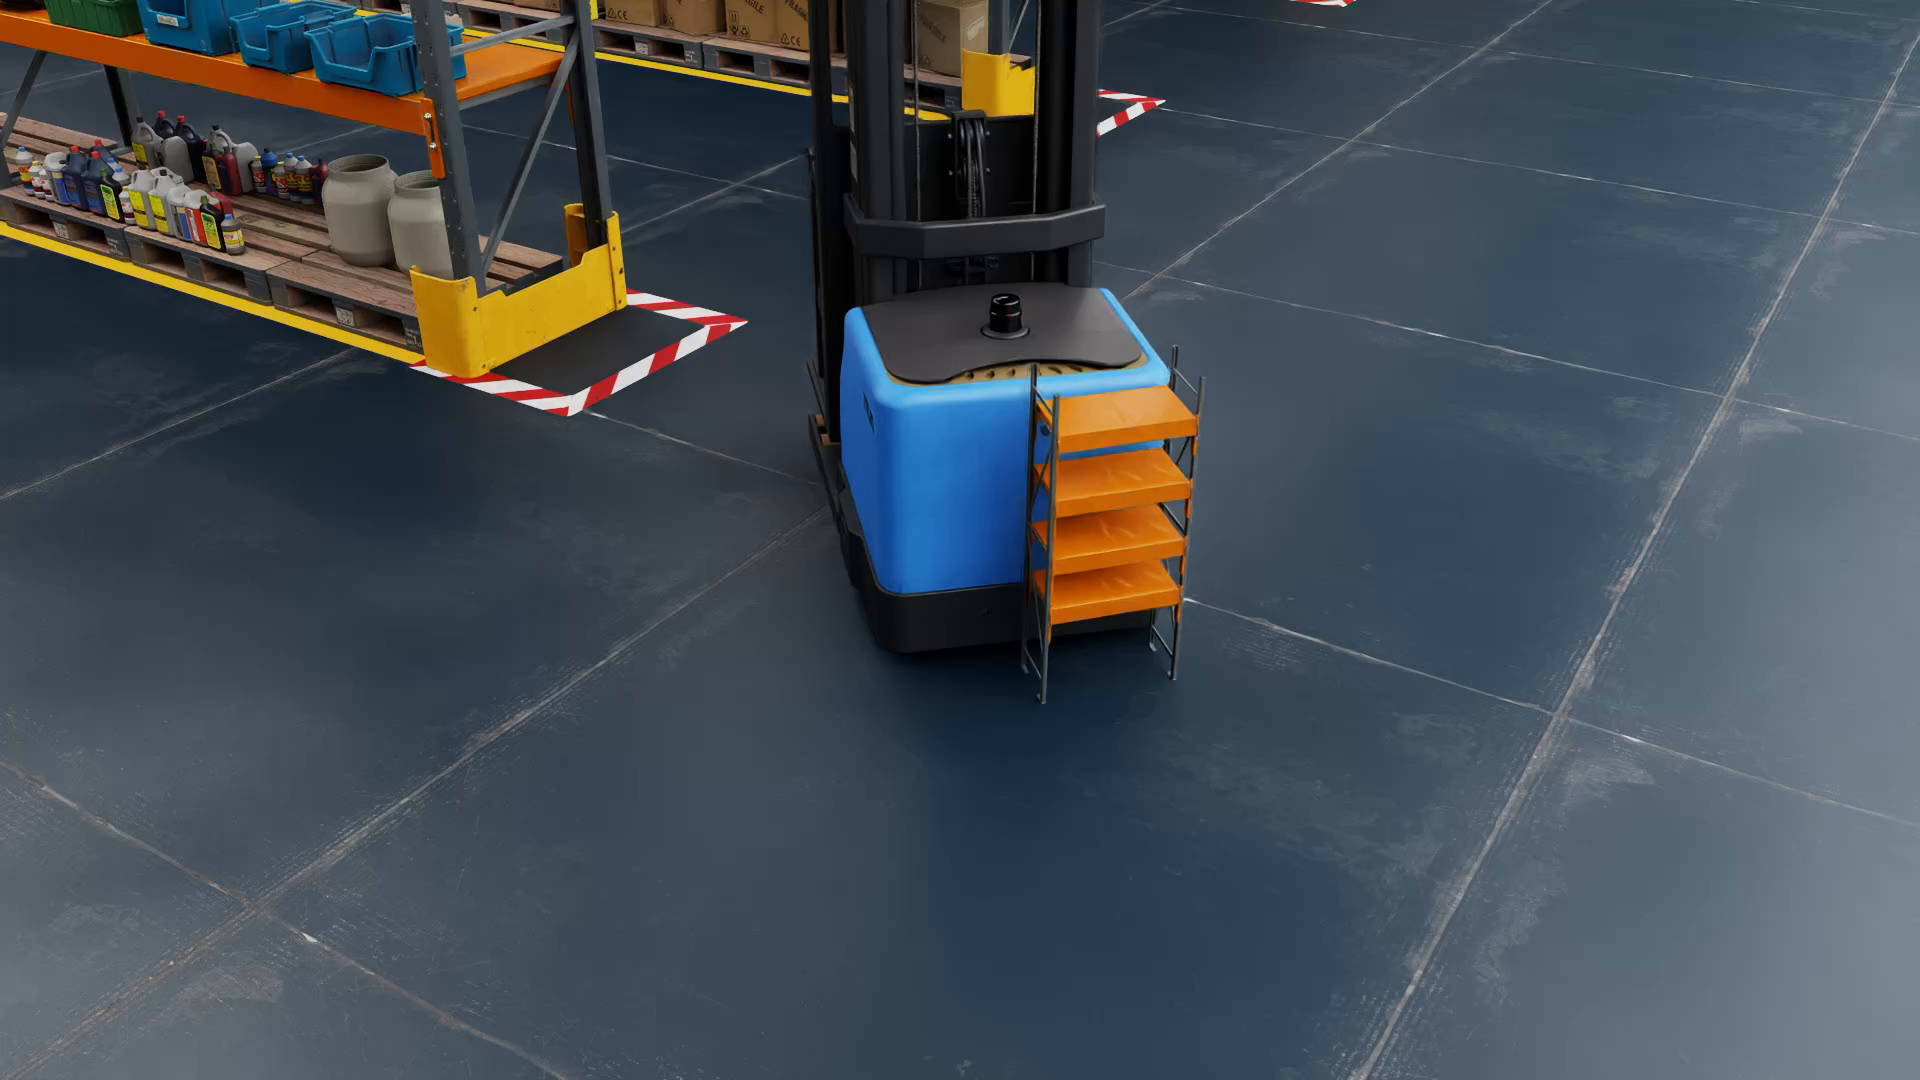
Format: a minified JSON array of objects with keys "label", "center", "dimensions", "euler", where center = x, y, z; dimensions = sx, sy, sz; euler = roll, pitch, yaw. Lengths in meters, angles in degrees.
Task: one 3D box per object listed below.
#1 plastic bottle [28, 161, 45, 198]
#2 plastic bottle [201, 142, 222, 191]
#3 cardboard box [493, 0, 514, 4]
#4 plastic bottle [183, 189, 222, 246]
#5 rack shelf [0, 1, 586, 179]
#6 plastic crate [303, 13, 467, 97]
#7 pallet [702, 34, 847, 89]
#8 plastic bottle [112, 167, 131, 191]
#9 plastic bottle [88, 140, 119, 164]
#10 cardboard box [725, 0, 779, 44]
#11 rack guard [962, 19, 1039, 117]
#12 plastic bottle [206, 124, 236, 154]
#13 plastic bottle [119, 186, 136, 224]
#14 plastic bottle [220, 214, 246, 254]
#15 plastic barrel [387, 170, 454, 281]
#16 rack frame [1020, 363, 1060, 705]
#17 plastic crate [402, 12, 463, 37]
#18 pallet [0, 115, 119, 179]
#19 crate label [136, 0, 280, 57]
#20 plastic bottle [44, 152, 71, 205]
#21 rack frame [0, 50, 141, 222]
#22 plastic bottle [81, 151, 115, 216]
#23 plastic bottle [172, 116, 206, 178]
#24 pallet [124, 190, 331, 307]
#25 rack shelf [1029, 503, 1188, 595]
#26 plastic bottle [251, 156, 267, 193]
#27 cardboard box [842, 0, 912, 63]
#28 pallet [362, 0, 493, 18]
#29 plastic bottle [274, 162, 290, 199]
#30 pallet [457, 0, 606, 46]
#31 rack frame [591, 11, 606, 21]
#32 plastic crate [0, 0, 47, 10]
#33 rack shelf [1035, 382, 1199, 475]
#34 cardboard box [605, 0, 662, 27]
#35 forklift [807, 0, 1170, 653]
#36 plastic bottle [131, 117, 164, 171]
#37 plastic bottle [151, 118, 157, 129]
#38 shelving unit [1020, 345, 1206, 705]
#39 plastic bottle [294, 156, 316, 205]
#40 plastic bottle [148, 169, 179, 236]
[{"label":"plastic bottle","center":[-5.390,-2.117,9.742],"dimensions":[0.097,0.201,0.097],"euler":[0,30,0]},{"label":"plastic bottle","center":[-4.411,-2.214,9.827],"dimensions":[0.133,0.283,0.061],"euler":[18,35,27]},{"label":"cardboard box","center":[-3.782,-4.969,14.334],"dimensions":[0.500,0.500,0.700],"euler":[17,34,27]},{"label":"plastic bottle","center":[-4.112,-1.761,9.059],"dimensions":[0.135,0.276,0.152],"euler":[18,35,28]},{"label":"rack shelf","center":[-3.819,-2.589,8.924],"dimensions":[4.000,0.370,1.077],"euler":[18,35,27]},{"label":"plastic crate","center":[-2.708,-2.306,7.873],"dimensions":[0.616,0.251,0.499],"euler":[18,35,27]},{"label":"pallet","center":[-1.255,-3.853,13.146],"dimensions":[1.213,0.211,1.003],"euler":[18,35,27]},{"label":"plastic bottle","center":[-4.745,-1.979,9.437],"dimensions":[0.097,0.271,0.097],"euler":[0,30,0]},{"label":"plastic bottle","center":[-4.973,-2.149,9.649],"dimensions":[0.185,0.351,0.144],"euler":[18,35,27]},{"label":"cardboard box","center":[-1.505,-4.244,13.111],"dimensions":[0.500,0.500,0.500],"euler":[14,33,23]},{"label":"rack guard","center":[0.444,-3.418,12.113],"dimensions":[0.348,0.500,1.175],"euler":[18,35,27]},{"label":"plastic bottle","center":[-4.378,-2.294,9.897],"dimensions":[0.185,0.351,0.144],"euler":[17,34,27]},{"label":"plastic bottle","center":[-4.663,-1.887,9.348],"dimensions":[0.097,0.201,0.097],"euler":[0,30,0]},{"label":"plastic bottle","center":[-3.913,-1.650,8.942],"dimensions":[0.097,0.201,0.097],"euler":[0,30,0]},{"label":"plastic barrel","center":[-2.723,-1.614,8.592],"dimensions":[0.421,0.512,0.421],"euler":[0,30,0]},{"label":"rack frame","center":[0.263,0.002,5.547],"dimensions":[0.015,1.200,0.240],"euler":[-8,33,-14]},{"label":"plastic crate","center":[-2.712,-2.627,8.537],"dimensions":[0.250,0.136,0.298],"euler":[18,35,27]},{"label":"pallet","center":[-6.199,-2.424,10.696],"dimensions":[1.213,0.211,1.003],"euler":[18,35,27]},{"label":"crate label","center":[-3.828,-2.756,8.463],"dimensions":[0.616,0.435,0.502],"euler":[18,35,27]},{"label":"plastic bottle","center":[-5.188,-2.101,9.641],"dimensions":[0.135,0.276,0.152],"euler":[19,35,29]},{"label":"rack frame","center":[-5.513,-3.435,9.661],"dimensions":[0.127,3.000,1.000],"euler":[18,35,27]},{"label":"plastic bottle","center":[-4.890,-2.037,9.457],"dimensions":[0.185,0.351,0.144],"euler":[16,34,25]},{"label":"plastic bottle","center":[-4.652,-2.380,10.045],"dimensions":[0.185,0.351,0.144],"euler":[16,34,25]},{"label":"pallet","center":[-3.929,-1.707,9.466],"dimensions":[1.213,0.211,1.003],"euler":[18,35,27]},{"label":"rack shelf","center":[0.496,0.024,5.643],"dimensions":[0.480,0.148,0.258],"euler":[-8,33,-14]},{"label":"plastic bottle","center":[-4.128,-2.164,9.823],"dimensions":[0.097,0.201,0.097],"euler":[0,30,0]},{"label":"cardboard box","center":[-0.536,-3.899,12.521],"dimensions":[0.500,0.500,0.500],"euler":[-25,38,-36]},{"label":"pallet","center":[-4.577,-4.879,14.904],"dimensions":[1.213,0.211,1.003],"euler":[18,35,27]},{"label":"plastic bottle","center":[-3.954,-2.109,9.728],"dimensions":[0.097,0.201,0.097],"euler":[0,30,0]},{"label":"pallet","center":[-3.540,-4.553,14.344],"dimensions":[1.213,0.211,1.003],"euler":[18,35,27]},{"label":"rack frame","center":[-2.880,-5.549,13.285],"dimensions":[0.127,3.000,1.000],"euler":[18,35,27]},{"label":"plastic crate","center":[-5.137,-3.214,9.344],"dimensions":[0.504,0.338,0.767],"euler":[18,35,27]},{"label":"rack shelf","center":[0.500,-0.366,5.397],"dimensions":[0.480,0.148,0.258],"euler":[-8,33,-14]},{"label":"cardboard box","center":[-2.562,-4.527,13.596],"dimensions":[0.500,0.500,0.500],"euler":[16,34,26]},{"label":"forklift","center":[-0.062,-1.592,6.571],"dimensions":[1.130,2.935,3.031],"euler":[-6,31,-10]},{"label":"plastic bottle","center":[-4.891,-2.370,10.028],"dimensions":[0.185,0.351,0.144],"euler":[18,35,27]},{"label":"plastic bottle","center":[-4.930,-2.464,10.256],"dimensions":[0.133,0.283,0.061],"euler":[19,35,30]},{"label":"shelving unit","center":[0.497,-0.033,5.607],"dimensions":[0.503,1.200,0.258],"euler":[-8,33,-14]},{"label":"plastic bottle","center":[-3.785,-2.086,9.619],"dimensions":[0.097,0.271,0.097],"euler":[0,30,0]},{"label":"plastic bottle","center":[-4.372,-1.873,9.177],"dimensions":[0.185,0.351,0.144],"euler":[19,35,29]}]
